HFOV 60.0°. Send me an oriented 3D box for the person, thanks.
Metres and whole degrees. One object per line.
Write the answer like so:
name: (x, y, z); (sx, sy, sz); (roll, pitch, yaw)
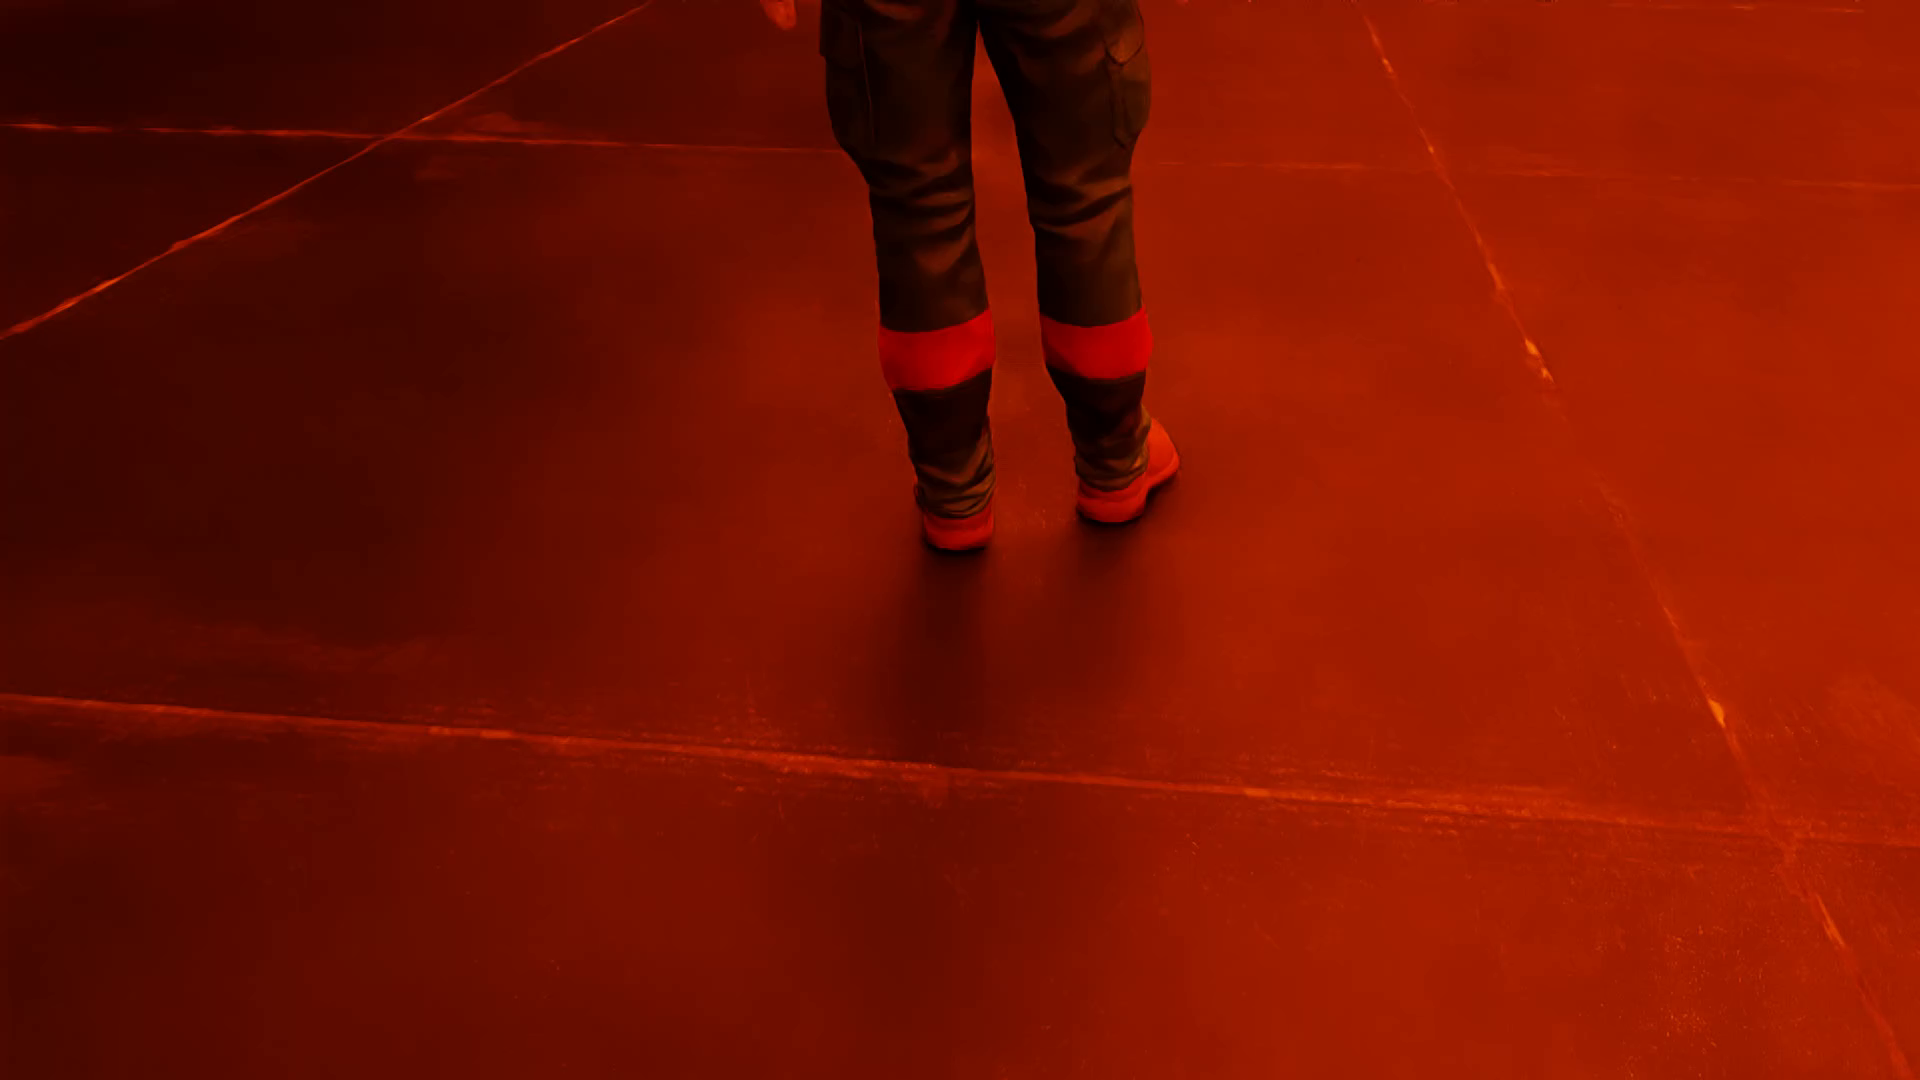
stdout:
person: (0.022, -0.839, 2.169); (0.637, 1.783, 0.563); (3, 27, 7)
